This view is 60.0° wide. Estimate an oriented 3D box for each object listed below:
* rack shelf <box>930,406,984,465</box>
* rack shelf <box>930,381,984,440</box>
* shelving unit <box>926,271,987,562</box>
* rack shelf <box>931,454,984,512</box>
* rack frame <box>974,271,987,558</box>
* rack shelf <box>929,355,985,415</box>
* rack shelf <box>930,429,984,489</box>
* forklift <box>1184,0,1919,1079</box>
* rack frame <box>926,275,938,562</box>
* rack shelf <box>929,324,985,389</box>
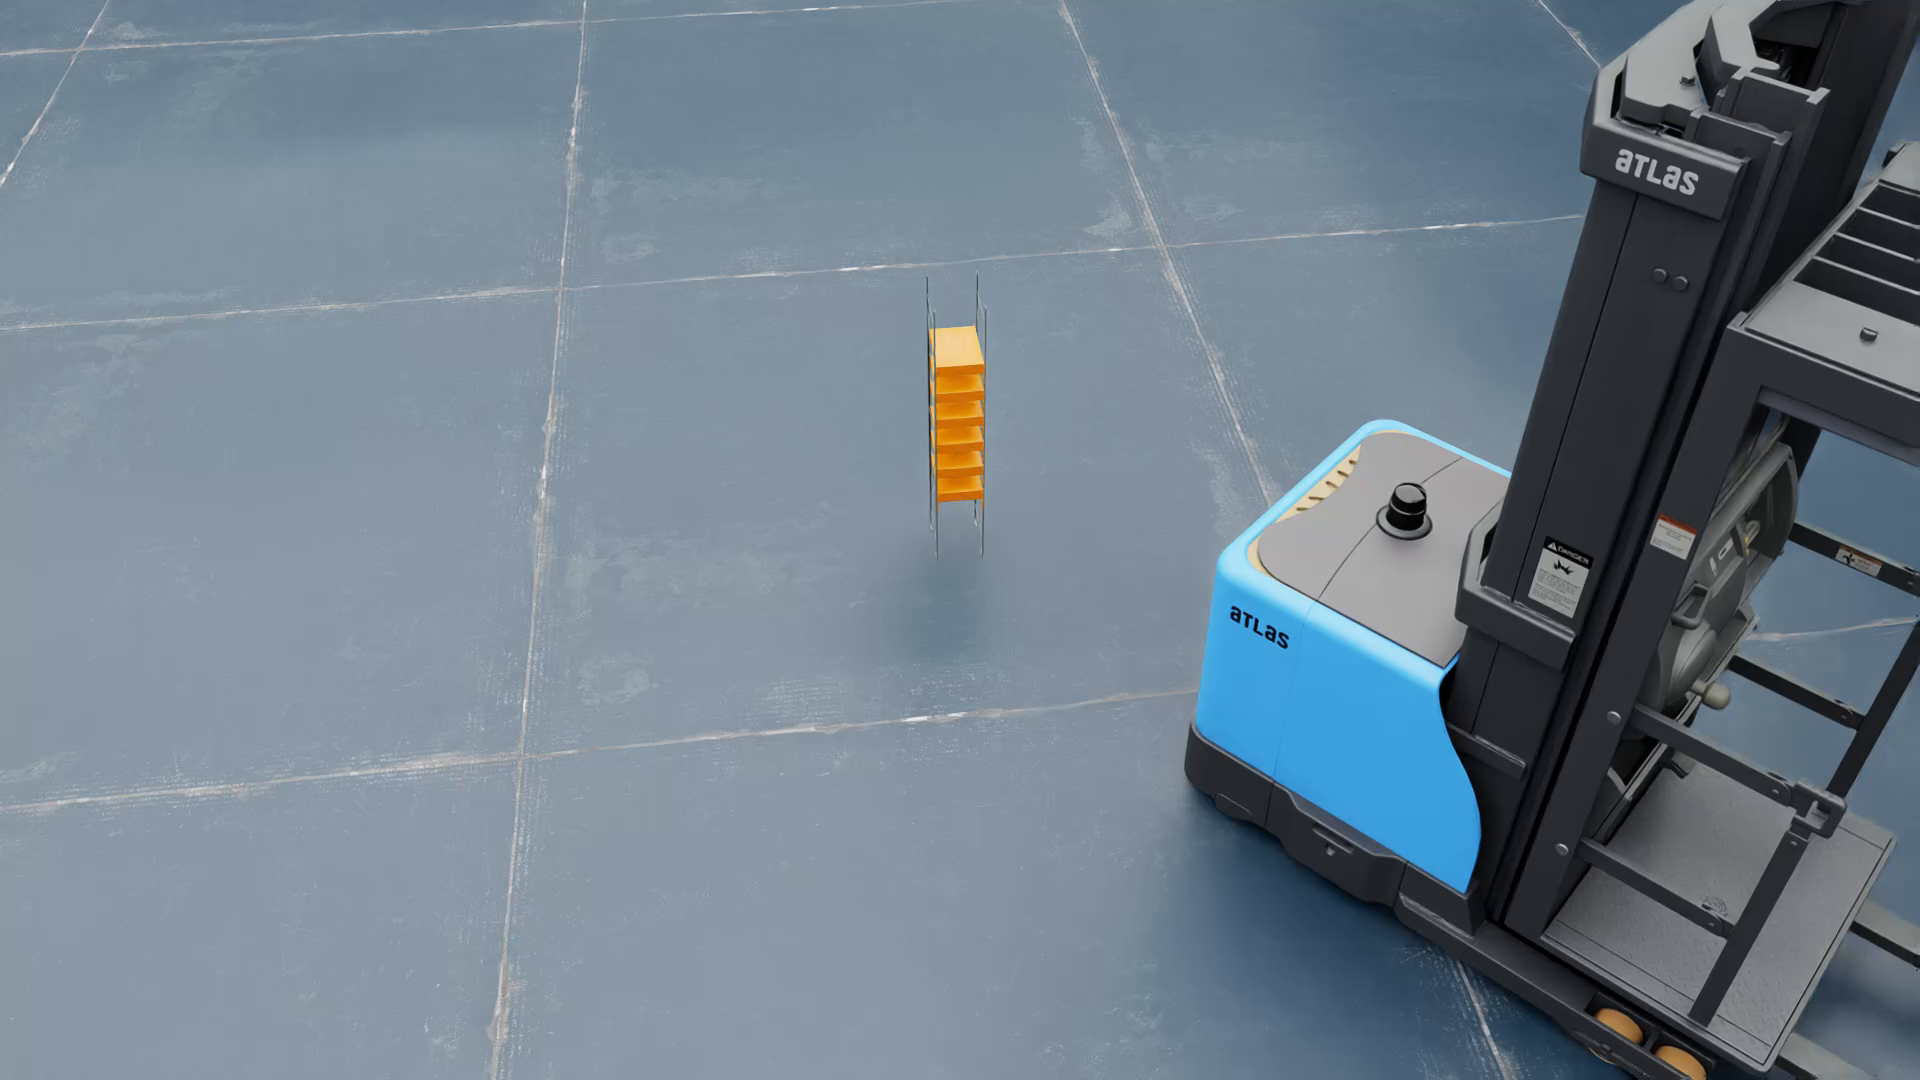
[{"bbox_3d":[-0.014,-0.411,6.376,0.180,0.103,0.258,-5,42,-6],"label":"rack shelf"},{"bbox_3d":[-0.014,-0.500,6.296,0.180,0.103,0.258,-5,42,-6],"label":"rack shelf"},{"bbox_3d":[-0.014,-0.444,6.347,0.189,1.200,0.258,-5,42,-6],"label":"shelving unit"},{"bbox_3d":[-0.014,-0.233,6.537,0.180,0.103,0.258,-5,42,-6],"label":"rack shelf"},{"bbox_3d":[0.076,-0.452,6.356,0.006,1.200,0.240,-5,42,-6],"label":"rack frame"},{"bbox_3d":[-0.014,-0.589,6.216,0.180,0.103,0.258,-5,42,-6],"label":"rack shelf"},{"bbox_3d":[-0.014,-0.322,6.457,0.180,0.103,0.258,-5,42,-6],"label":"rack shelf"},{"bbox_3d":[2.219,0.168,4.376,3.031,2.935,1.130,30,50,29],"label":"forklift"},{"bbox_3d":[-0.105,-0.436,6.338,0.006,1.200,0.240,-5,42,-6],"label":"rack frame"},{"bbox_3d":[-0.014,-0.679,6.135,0.180,0.103,0.258,-5,42,-6],"label":"rack shelf"}]
